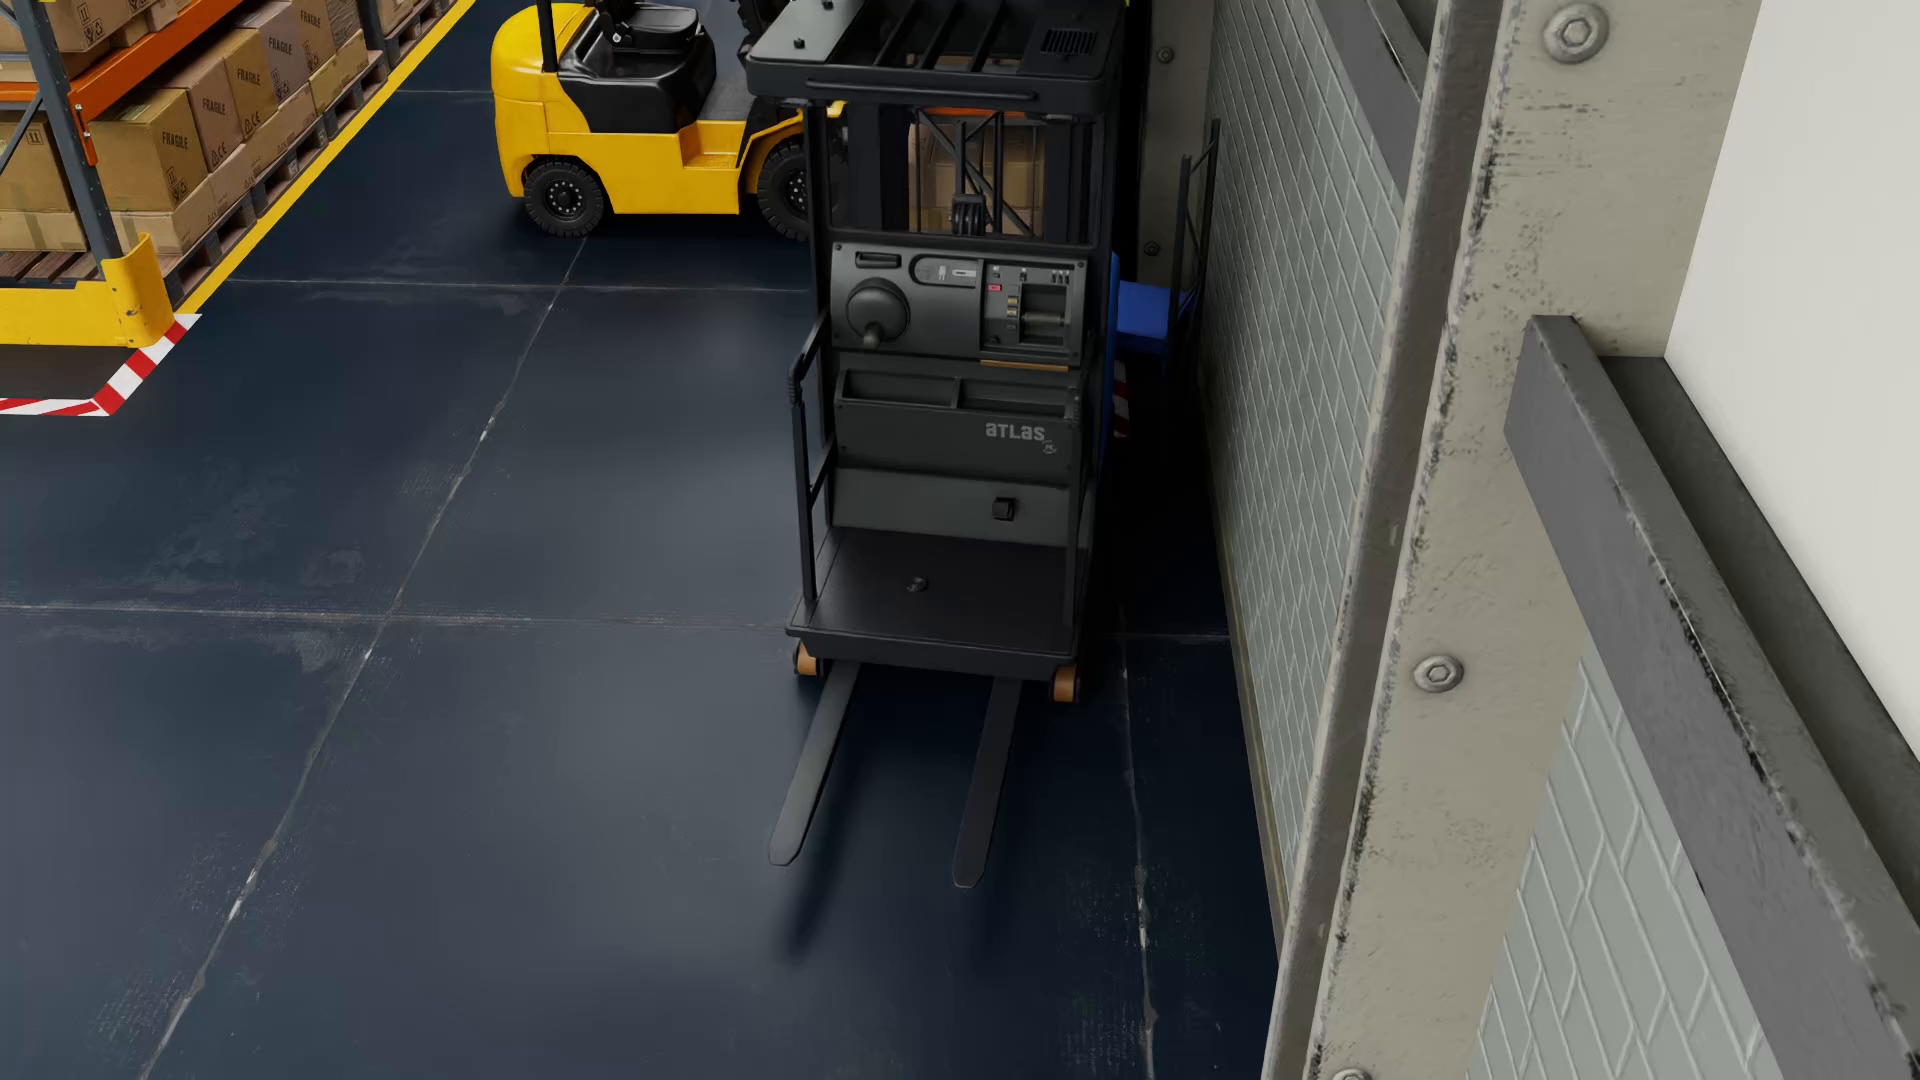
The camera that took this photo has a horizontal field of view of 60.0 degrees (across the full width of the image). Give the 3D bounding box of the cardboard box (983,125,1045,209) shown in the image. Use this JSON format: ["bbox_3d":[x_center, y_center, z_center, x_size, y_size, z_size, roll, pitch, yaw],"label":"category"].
[{"bbox_3d":[0.371,-1.912,8.519,0.500,0.250,0.500,1,35,1],"label":"cardboard box"}]

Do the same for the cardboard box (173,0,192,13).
[{"bbox_3d":[-4.456,-2.975,9.093,0.380,0.149,0.250,2,35,3],"label":"cardboard box"}]

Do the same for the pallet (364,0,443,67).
[{"bbox_3d":[-4.607,-3.902,12.618,1.003,0.211,1.213,1,35,2],"label":"pallet"}]

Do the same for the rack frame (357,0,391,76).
[{"bbox_3d":[-4.636,-4.595,11.180,1.000,3.000,0.127,1,35,2],"label":"rack frame"}]

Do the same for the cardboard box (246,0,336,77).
[{"bbox_3d":[-4.411,-3.311,10.726,0.500,0.500,0.500,2,35,3],"label":"cardboard box"}]

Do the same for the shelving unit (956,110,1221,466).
[{"bbox_3d":[0.557,-1.208,7.661,1.048,1.500,0.538,14,37,19],"label":"shelving unit"}]

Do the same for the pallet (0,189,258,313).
[{"bbox_3d":[-4.726,-1.666,9.437,1.003,0.211,1.213,1,35,2],"label":"pallet"}]

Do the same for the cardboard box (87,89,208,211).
[{"bbox_3d":[-4.488,-2.122,9.034,0.500,0.500,0.500,0,35,0],"label":"cardboard box"}]

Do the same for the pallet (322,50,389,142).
[{"bbox_3d":[-4.628,-3.068,11.431,1.003,0.211,1.213,1,35,2],"label":"pallet"}]

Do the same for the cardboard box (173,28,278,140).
[{"bbox_3d":[-4.443,-2.710,9.871,0.500,0.500,0.500,2,35,3],"label":"cardboard box"}]

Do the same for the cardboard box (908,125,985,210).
[{"bbox_3d":[-0.130,-1.912,8.519,0.500,0.250,0.500,2,35,3],"label":"cardboard box"}]

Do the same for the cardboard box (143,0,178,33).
[{"bbox_3d":[-4.433,-2.825,8.880,0.380,0.149,0.250,2,35,3],"label":"cardboard box"}]

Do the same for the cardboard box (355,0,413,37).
[{"bbox_3d":[-4.618,-3.993,12.244,0.950,0.372,0.625,2,35,2],"label":"cardboard box"}]

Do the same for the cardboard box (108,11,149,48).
[{"bbox_3d":[-4.489,-2.681,8.674,0.380,0.149,0.250,0,35,0],"label":"cardboard box"}]

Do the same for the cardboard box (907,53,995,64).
[{"bbox_3d":[-0.080,-2.514,8.132,0.500,0.500,0.500,1,35,1],"label":"cardboard box"}]

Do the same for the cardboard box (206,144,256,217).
[{"bbox_3d":[-4.460,-2.094,9.647,0.500,0.250,0.500,3,35,4],"label":"cardboard box"}]

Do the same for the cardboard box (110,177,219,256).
[{"bbox_3d":[-4.488,-1.801,9.230,0.500,0.250,0.500,1,35,1],"label":"cardboard box"}]

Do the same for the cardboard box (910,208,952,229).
[{"bbox_3d":[-0.130,-1.723,8.684,0.500,0.250,0.500,1,35,1],"label":"cardboard box"}]

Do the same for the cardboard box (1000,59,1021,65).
[{"bbox_3d":[0.460,-2.504,8.117,0.500,0.500,0.500,2,35,3],"label":"cardboard box"}]

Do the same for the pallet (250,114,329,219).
[{"bbox_3d":[-4.674,-2.365,10.431,1.003,0.211,1.213,1,35,2],"label":"pallet"}]

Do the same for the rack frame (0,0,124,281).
[{"bbox_3d":[-4.797,-2.297,7.910,1.000,3.000,0.127,1,35,2],"label":"rack frame"}]

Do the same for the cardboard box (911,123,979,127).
[{"bbox_3d":[-0.116,-2.206,8.936,0.500,0.250,0.500,2,35,3],"label":"cardboard box"}]

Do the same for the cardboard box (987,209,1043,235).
[{"bbox_3d":[0.389,-1.701,8.653,0.500,0.250,0.500,2,35,3],"label":"cardboard box"}]

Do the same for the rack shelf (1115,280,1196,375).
[{"bbox_3d":[0.557,-1.060,7.763,1.000,0.185,0.538,14,37,19],"label":"rack shelf"}]

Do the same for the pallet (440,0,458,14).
[{"bbox_3d":[-4.560,-4.605,13.618,1.003,0.211,1.213,1,35,2],"label":"pallet"}]

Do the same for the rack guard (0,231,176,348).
[{"bbox_3d":[-4.794,-1.318,8.691,1.175,0.500,0.348,1,35,2],"label":"rack guard"}]

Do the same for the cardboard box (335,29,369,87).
[{"bbox_3d":[-4.392,-3.296,11.358,0.500,0.250,0.500,3,35,4],"label":"cardboard box"}]

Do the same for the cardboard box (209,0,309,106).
[{"bbox_3d":[-4.430,-3.017,10.309,0.500,0.500,0.500,3,35,4],"label":"cardboard box"}]

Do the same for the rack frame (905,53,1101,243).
[{"bbox_3d":[0.163,-2.185,7.750,1.000,3.000,0.127,1,35,2],"label":"rack frame"}]

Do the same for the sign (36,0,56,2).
[{"bbox_3d":[-4.255,-2.639,7.643,0.100,0.325,0.005,1,35,2],"label":"sign"}]

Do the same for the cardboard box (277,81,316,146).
[{"bbox_3d":[-4.428,-2.698,10.506,0.500,0.250,0.500,2,35,3],"label":"cardboard box"}]

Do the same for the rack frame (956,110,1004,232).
[{"bbox_3d":[0.089,-1.321,7.822,0.032,1.500,0.500,14,37,19],"label":"rack frame"}]

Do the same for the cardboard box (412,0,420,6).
[{"bbox_3d":[-4.592,-4.407,12.831,0.950,0.372,0.625,3,35,5],"label":"cardboard box"}]

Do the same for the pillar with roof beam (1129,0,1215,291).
[{"bbox_3d":[-3.210,-5.118,6.706,9.100,9.000,0.400,1,35,2],"label":"pillar with roof beam"}]

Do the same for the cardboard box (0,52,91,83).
[{"bbox_3d":[-4.577,-2.385,8.253,0.380,0.149,0.250,1,35,2],"label":"cardboard box"}]

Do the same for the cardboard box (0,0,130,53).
[{"bbox_3d":[-4.501,-2.725,8.174,0.500,0.500,0.500,1,35,1],"label":"cardboard box"}]

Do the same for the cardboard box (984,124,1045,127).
[{"bbox_3d":[0.388,-2.199,8.927,0.500,0.250,0.500,1,35,2],"label":"cardboard box"}]

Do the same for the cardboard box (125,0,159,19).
[{"bbox_3d":[-4.483,-3.023,8.597,0.500,0.500,0.500,2,35,3],"label":"cardboard box"}]

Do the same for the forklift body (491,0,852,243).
[{"bbox_3d":[-1.584,-2.969,9.604,2.313,2.155,1.214,1,35,2],"label":"forklift body"}]

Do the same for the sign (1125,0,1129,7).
[{"bbox_3d":[0.717,-2.555,7.455,0.100,0.325,0.005,1,35,2],"label":"sign"}]

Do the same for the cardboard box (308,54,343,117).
[{"bbox_3d":[-4.403,-2.990,10.922,0.500,0.250,0.500,0,35,1],"label":"cardboard box"}]

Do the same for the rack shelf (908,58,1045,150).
[{"bbox_3d":[0.243,-3.039,9.592,1.077,0.370,4.000,1,35,2],"label":"rack shelf"}]

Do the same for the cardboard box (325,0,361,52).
[{"bbox_3d":[-4.392,-3.603,11.142,0.500,0.500,0.500,1,35,1],"label":"cardboard box"}]

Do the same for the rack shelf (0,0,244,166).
[{"bbox_3d":[-4.717,-3.152,9.752,1.077,0.370,4.000,1,35,2],"label":"rack shelf"}]

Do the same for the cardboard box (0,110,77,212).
[{"bbox_3d":[-5.025,-2.117,9.028,0.500,0.500,0.500,2,35,2],"label":"cardboard box"}]

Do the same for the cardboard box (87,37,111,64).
[{"bbox_3d":[-4.581,-2.530,8.460,0.380,0.149,0.250,2,35,3],"label":"cardboard box"}]

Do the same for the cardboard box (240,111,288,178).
[{"bbox_3d":[-4.451,-2.408,10.094,0.500,0.250,0.500,4,35,5],"label":"cardboard box"}]

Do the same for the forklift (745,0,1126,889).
[{"bbox_3d":[-0.041,-0.799,5.838,1.130,2.935,3.031,5,35,8],"label":"forklift"}]

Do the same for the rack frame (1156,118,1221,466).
[{"bbox_3d":[1.026,-1.094,7.499,0.032,1.500,0.500,14,37,19],"label":"rack frame"}]

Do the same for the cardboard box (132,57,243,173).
[{"bbox_3d":[-4.471,-2.422,9.461,0.500,0.500,0.500,0,35,0],"label":"cardboard box"}]

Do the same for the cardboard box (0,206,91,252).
[{"bbox_3d":[-5.032,-1.828,9.269,0.500,0.250,0.500,1,35,2],"label":"cardboard box"}]
